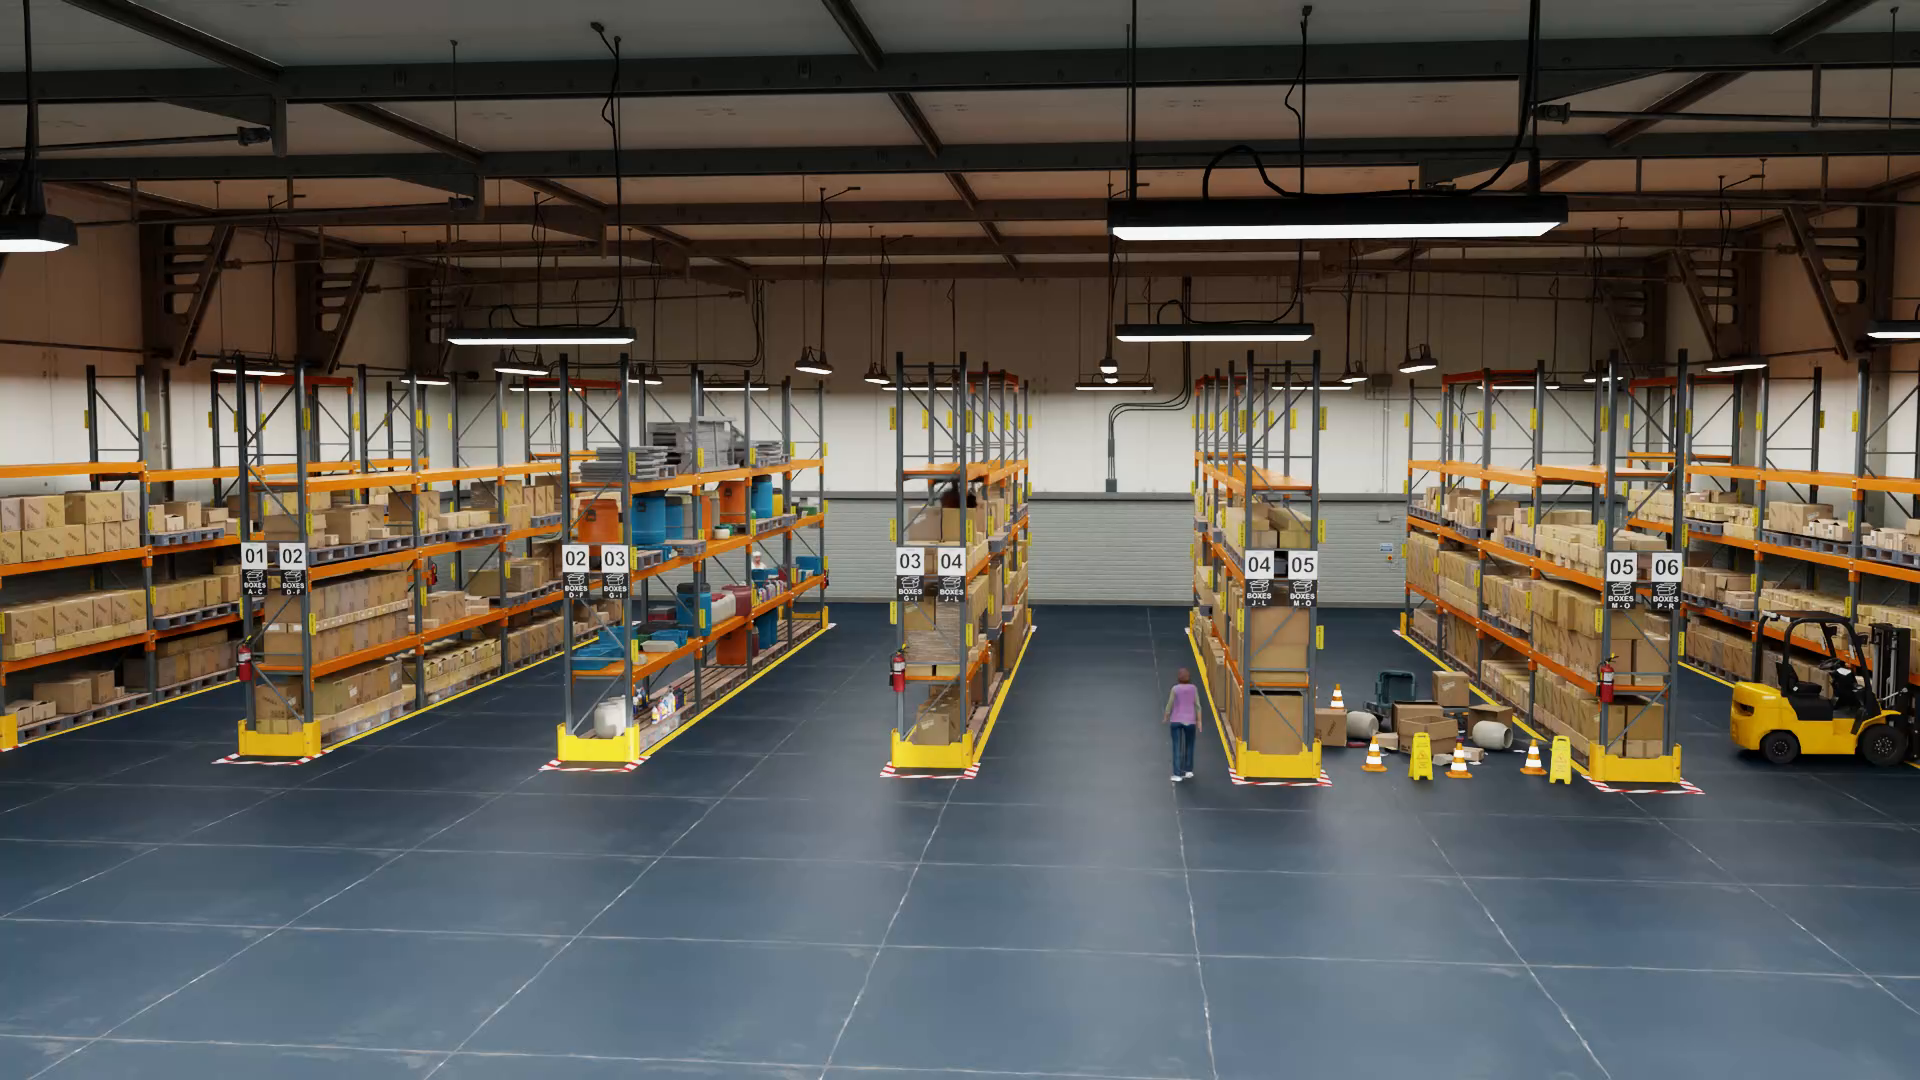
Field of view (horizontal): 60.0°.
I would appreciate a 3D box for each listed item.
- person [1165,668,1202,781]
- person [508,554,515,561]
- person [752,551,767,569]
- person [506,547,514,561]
[{"bbox_3d":[3.111,2.578,23.196,0.534,1.612,0.696,1,4,12],"label":"person"},{"bbox_3d":[-11.343,1.177,42.309,0.503,1.672,0.505,1,4,12],"label":"person"},{"bbox_3d":[-5.025,1.162,41.329,0.615,1.741,0.955,0,4,-5],"label":"person"},{"bbox_3d":[-12.150,0.992,44.675,0.587,1.656,0.475,3,5,38],"label":"person"}]
